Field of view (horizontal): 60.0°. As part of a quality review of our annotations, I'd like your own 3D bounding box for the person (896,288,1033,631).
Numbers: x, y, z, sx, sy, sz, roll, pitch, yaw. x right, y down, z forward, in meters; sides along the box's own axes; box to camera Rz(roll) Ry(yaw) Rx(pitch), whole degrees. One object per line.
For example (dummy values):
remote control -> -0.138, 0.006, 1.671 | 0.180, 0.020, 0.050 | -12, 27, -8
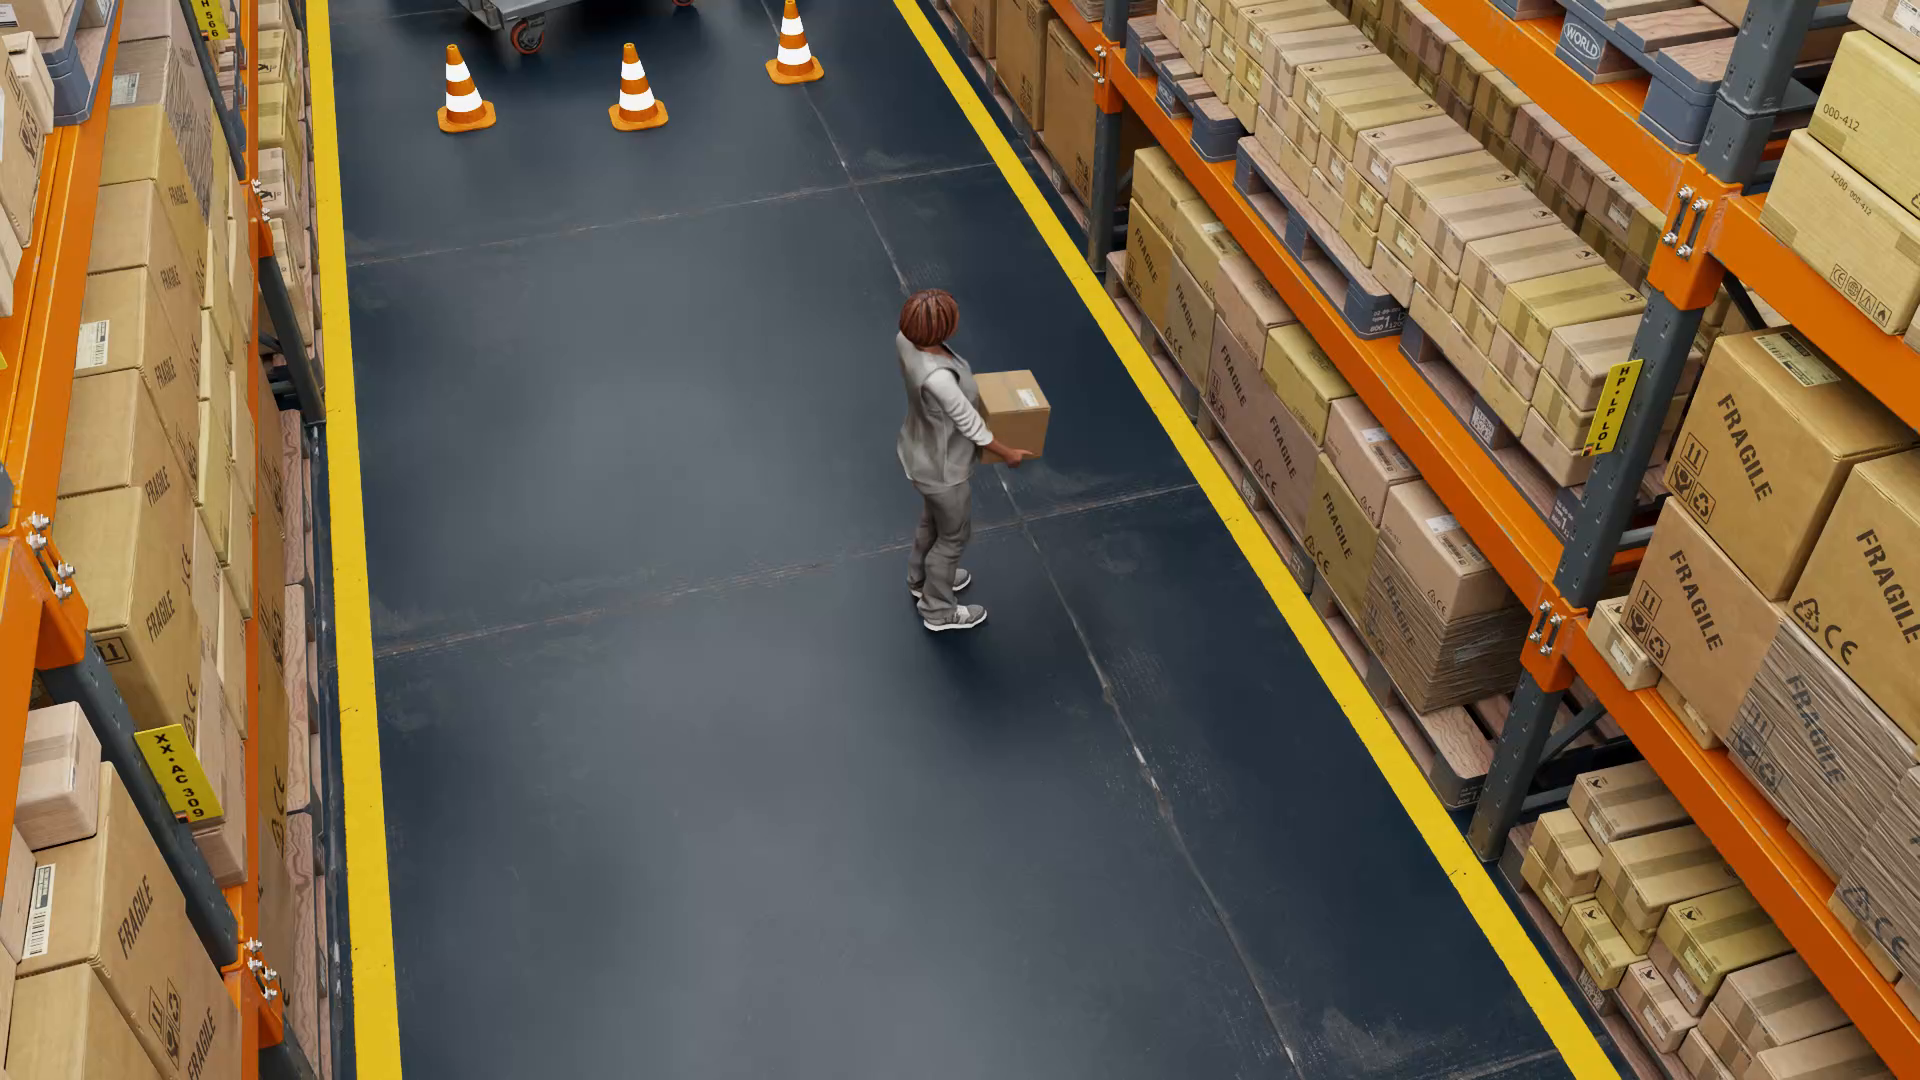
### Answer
person -> 0.005, -0.324, 6.521 | 0.496, 1.597, 0.397 | -12, 44, -12
